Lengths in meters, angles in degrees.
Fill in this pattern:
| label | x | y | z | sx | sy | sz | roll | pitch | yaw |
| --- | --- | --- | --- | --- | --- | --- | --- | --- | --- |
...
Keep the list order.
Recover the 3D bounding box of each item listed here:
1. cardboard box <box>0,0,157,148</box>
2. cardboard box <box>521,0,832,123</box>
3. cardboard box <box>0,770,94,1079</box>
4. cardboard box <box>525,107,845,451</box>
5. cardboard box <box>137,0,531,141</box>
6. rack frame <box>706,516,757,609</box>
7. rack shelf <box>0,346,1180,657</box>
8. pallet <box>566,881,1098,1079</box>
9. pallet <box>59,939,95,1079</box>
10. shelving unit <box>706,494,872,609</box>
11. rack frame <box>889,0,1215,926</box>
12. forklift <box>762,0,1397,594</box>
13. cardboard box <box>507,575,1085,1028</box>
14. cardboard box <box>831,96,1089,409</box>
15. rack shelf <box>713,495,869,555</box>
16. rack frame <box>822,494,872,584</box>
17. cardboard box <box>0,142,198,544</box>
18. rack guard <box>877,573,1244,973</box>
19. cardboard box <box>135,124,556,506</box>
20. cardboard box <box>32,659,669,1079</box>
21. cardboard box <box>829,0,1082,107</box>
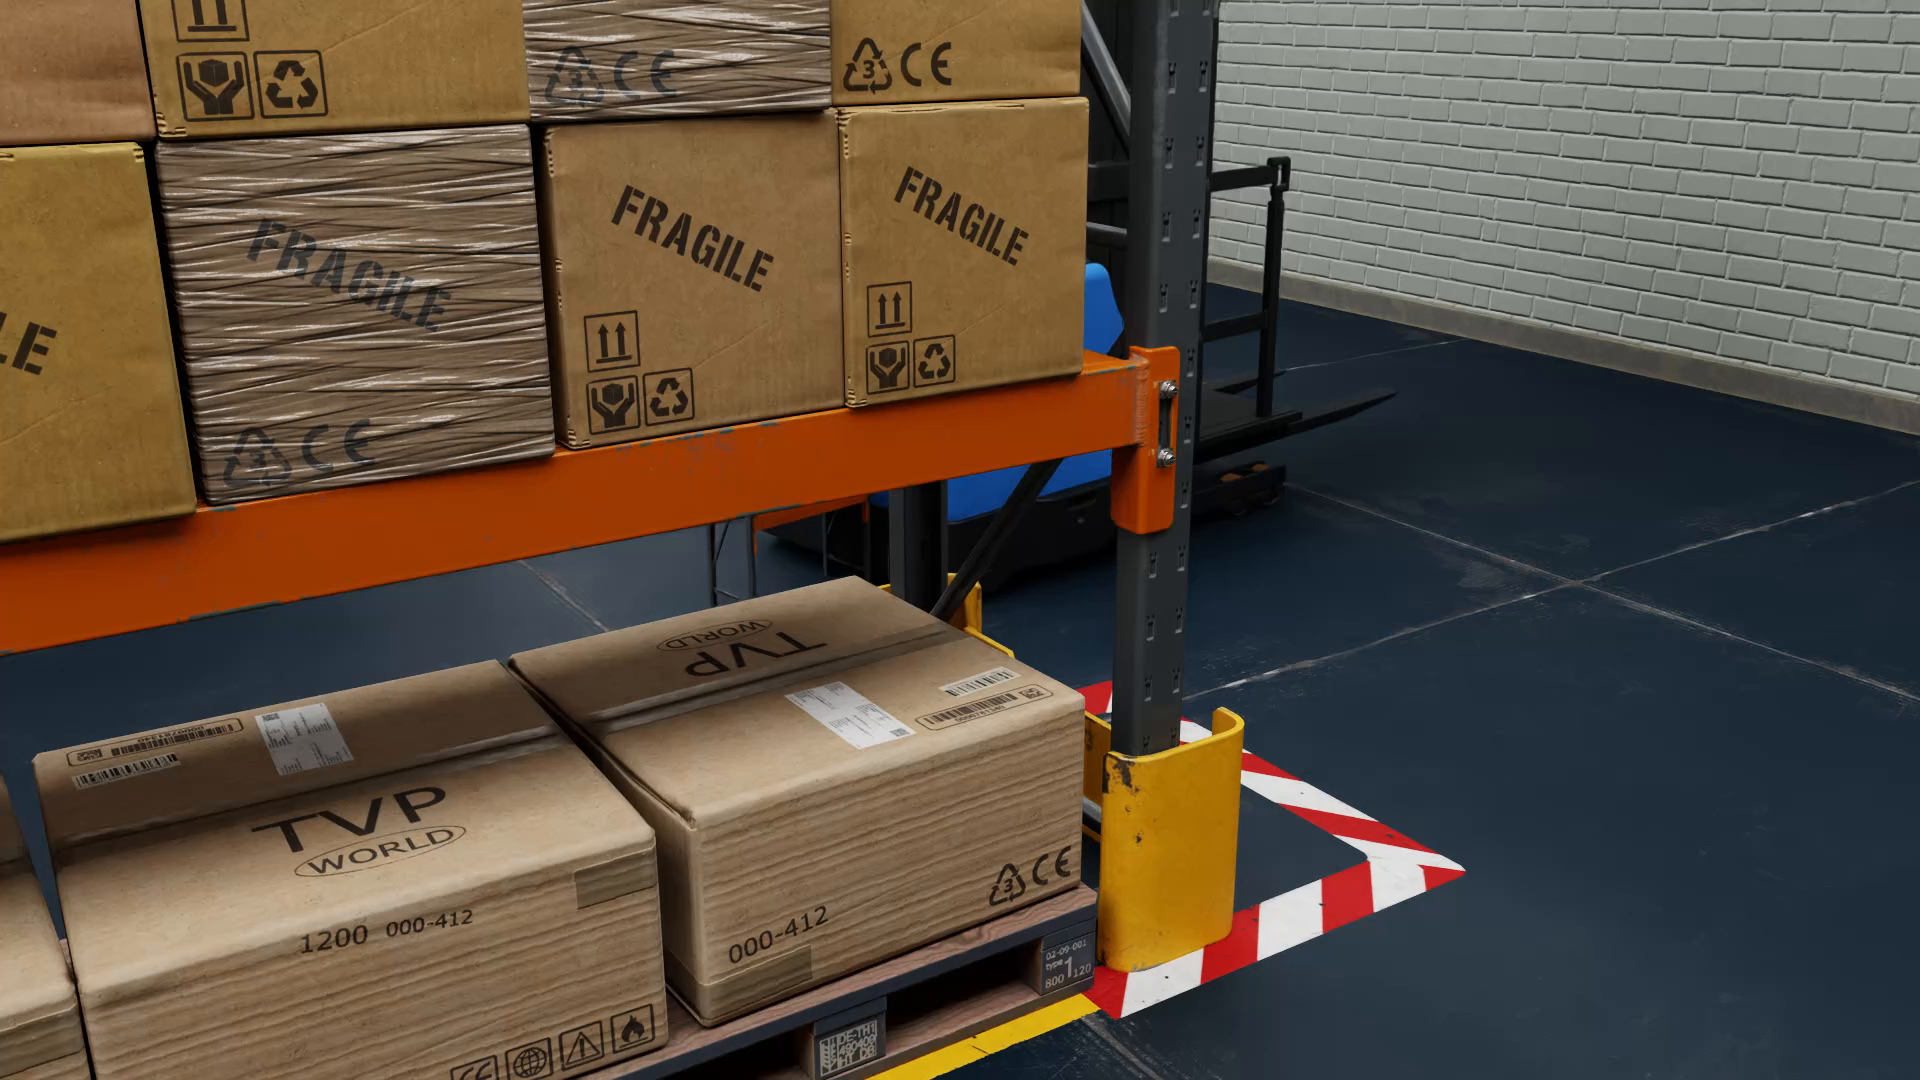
| label | x | y | z | sx | sy | sz | roll | pitch | yaw |
| --- | --- | --- | --- | --- | --- | --- | --- | --- | --- |
| cardboard box | -1.383 | -0.775 | 2.137 | 0.500 | 0.500 | 0.500 | -12 | 22 | -32 |
| cardboard box | -0.548 | -0.949 | 2.652 | 0.500 | 0.500 | 0.500 | -12 | 22 | -31 |
| cardboard box | -1.866 | 0.803 | 2.532 | 0.875 | 0.438 | 0.875 | -13 | 22 | -33 |
| cardboard box | -0.540 | -0.484 | 2.837 | 0.500 | 0.500 | 0.500 | -12 | 22 | -33 |
| cardboard box | -0.962 | -0.863 | 2.397 | 0.500 | 0.500 | 0.500 | -12 | 22 | -32 |
| rack frame | -0.742 | -0.302 | 5.265 | 0.015 | 1.200 | 0.240 | -17 | 25 | -41 |
| rack shelf | -1.526 | 0.016 | 2.637 | 4.000 | 0.370 | 1.077 | -12 | 22 | -31 |
| pallet | -0.480 | 0.806 | 3.532 | 1.213 | 0.211 | 1.003 | -12 | 22 | -31 |
| pallet | -1.498 | 1.019 | 2.900 | 1.213 | 0.211 | 1.003 | -12 | 22 | -31 |
| shelving unit | -0.566 | -0.357 | 5.426 | 0.503 | 1.200 | 0.258 | -17 | 25 | -41 |
| rack frame | 0.144 | -0.677 | 3.563 | 0.127 | 3.000 | 1.000 | -12 | 22 | -31 |
| forklift | 0.664 | -1.589 | 6.369 | 3.031 | 2.935 | 1.130 | -17 | 25 | -41 |
| cardboard box | -0.352 | 0.481 | 3.484 | 0.875 | 0.438 | 0.875 | -13 | 23 | -33 |
| cardboard box | -0.113 | -0.569 | 3.087 | 0.500 | 0.500 | 0.500 | -12 | 22 | -31 |
| rack shelf | -0.566 | -0.105 | 5.511 | 0.480 | 0.148 | 0.258 | -17 | 25 | -41 |
| rack frame | -0.391 | -0.411 | 5.587 | 0.015 | 1.200 | 0.240 | -17 | 25 | -41 |
| cardboard box | -1.389 | -0.296 | 2.282 | 0.500 | 0.500 | 0.500 | -11 | 22 | -30 |
| rack guard | 0.164 | 0.503 | 3.976 | 0.348 | 0.500 | 1.175 | -12 | 22 | -31 |
| cardboard box | -0.965 | -0.391 | 2.561 | 0.500 | 0.500 | 0.500 | -11 | 22 | -30 |
| cardboard box | -1.112 | 0.644 | 3.000 | 0.875 | 0.438 | 0.875 | -11 | 22 | -30 |
| cardboard box | -0.127 | -1.049 | 2.948 | 0.500 | 0.500 | 0.500 | -11 | 22 | -30 |
